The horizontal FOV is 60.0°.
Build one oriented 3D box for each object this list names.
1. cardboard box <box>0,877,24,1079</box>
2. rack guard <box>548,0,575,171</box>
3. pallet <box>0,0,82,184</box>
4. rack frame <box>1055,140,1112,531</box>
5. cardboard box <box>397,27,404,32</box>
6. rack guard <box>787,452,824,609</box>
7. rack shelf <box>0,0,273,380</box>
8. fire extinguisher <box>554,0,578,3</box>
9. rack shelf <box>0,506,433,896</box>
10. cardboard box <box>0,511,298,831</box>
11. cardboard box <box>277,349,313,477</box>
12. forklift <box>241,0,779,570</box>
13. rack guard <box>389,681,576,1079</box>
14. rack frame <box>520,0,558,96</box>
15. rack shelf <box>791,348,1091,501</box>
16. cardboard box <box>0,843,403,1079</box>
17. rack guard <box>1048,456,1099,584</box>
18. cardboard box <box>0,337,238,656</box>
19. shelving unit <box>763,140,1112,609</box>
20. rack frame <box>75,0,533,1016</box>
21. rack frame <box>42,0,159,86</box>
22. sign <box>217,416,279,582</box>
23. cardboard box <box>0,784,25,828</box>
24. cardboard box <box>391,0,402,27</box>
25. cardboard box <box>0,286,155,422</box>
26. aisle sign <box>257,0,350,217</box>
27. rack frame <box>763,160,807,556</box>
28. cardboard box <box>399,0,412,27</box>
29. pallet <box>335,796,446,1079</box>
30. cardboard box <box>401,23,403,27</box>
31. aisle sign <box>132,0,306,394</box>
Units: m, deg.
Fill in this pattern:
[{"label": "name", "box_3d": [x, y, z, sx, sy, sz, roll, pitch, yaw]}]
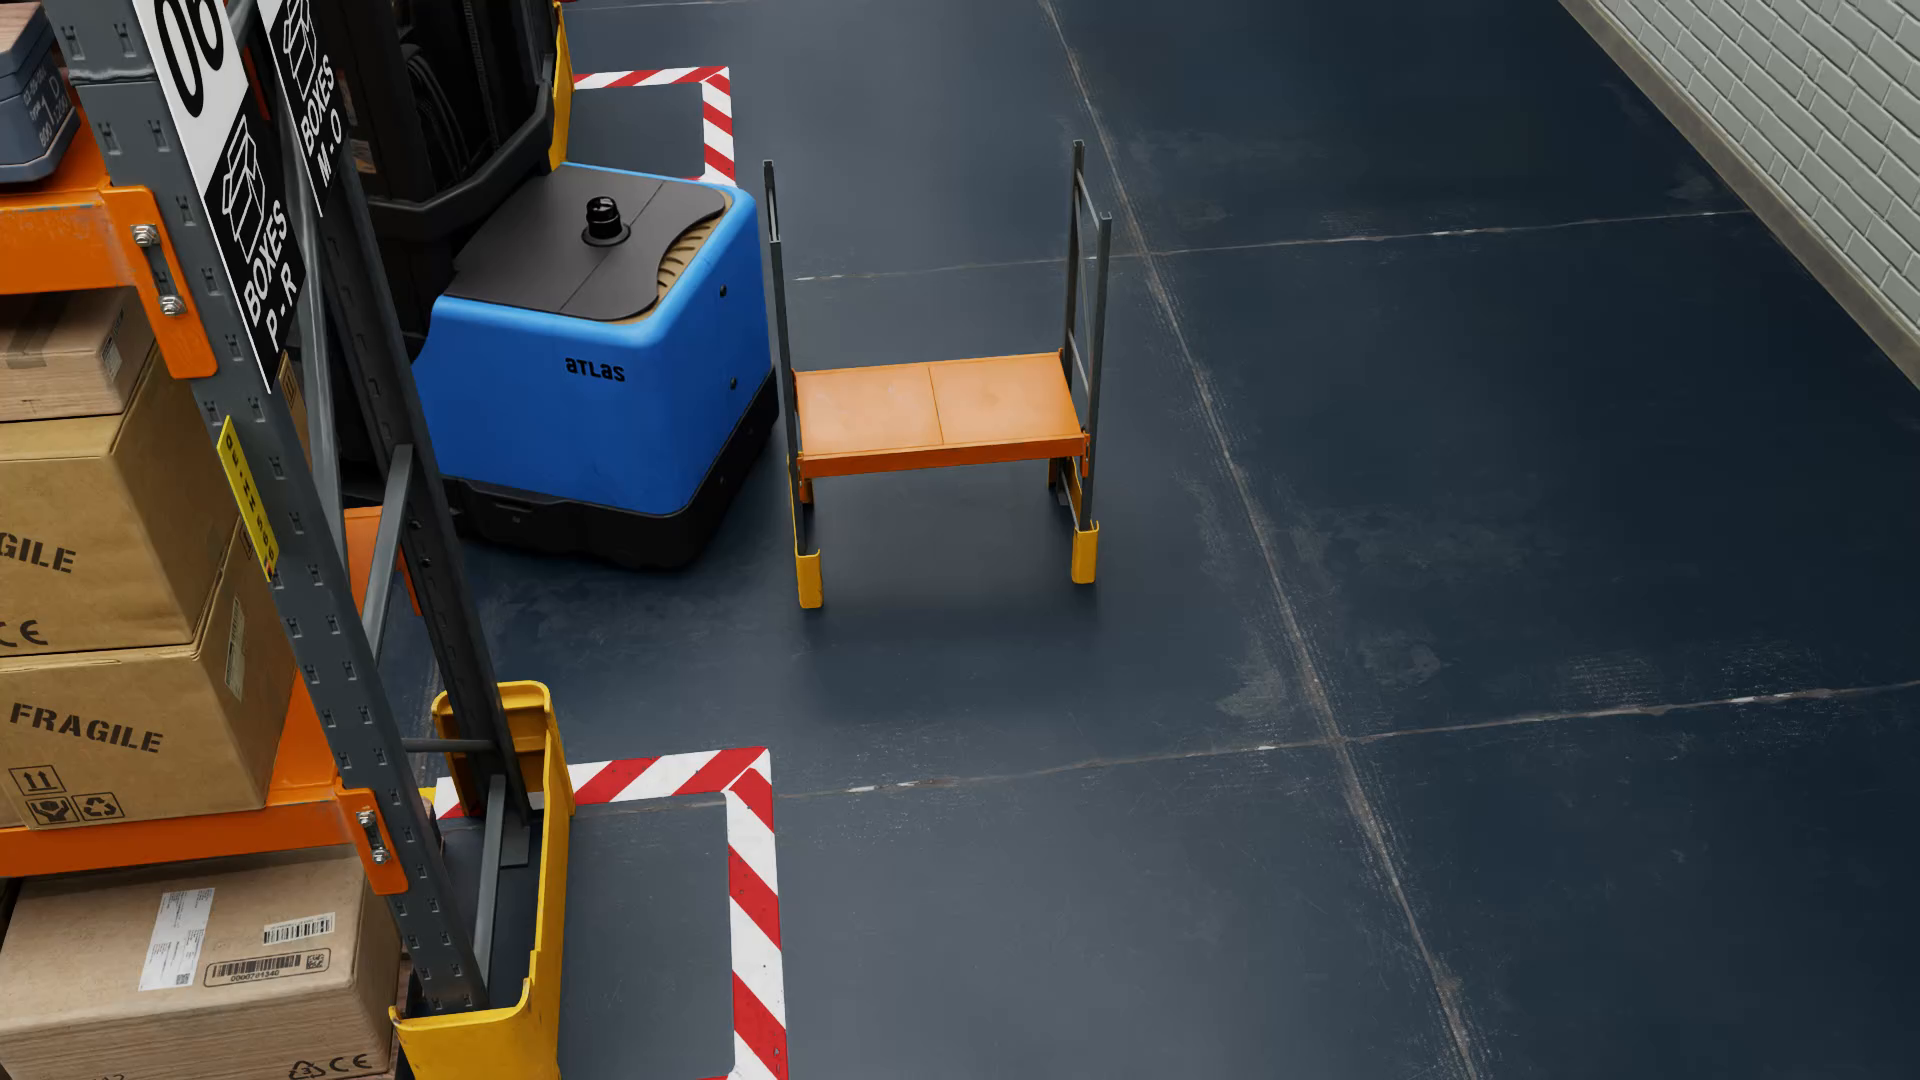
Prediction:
[{"label": "cardboard box", "box_3d": [-2.907, 1.087, 4.404, 0.875, 0.438, 0.875, -4, 42, -4]}, {"label": "rack guard", "box_3d": [-2.177, -2.261, 8.383, 0.348, 0.500, 1.175, -5, 42, -6]}, {"label": "pallet", "box_3d": [-2.094, -0.926, 2.864, 1.213, 0.211, 1.003, -5, 42, -6]}, {"label": "rack frame", "box_3d": [0.419, -0.594, 5.788, 0.032, 1.500, 0.500, -5, 42, -6]}, {"label": "cardboard box", "box_3d": [-2.594, -2.300, 7.931, 0.250, 0.149, 0.380, -5, 42, -5]}, {"label": "rack guard", "box_3d": [-0.569, -0.043, 6.111, 0.087, 0.250, 0.587, -5, 42, -6]}, {"label": "rack shelf", "box_3d": [-3.343, -0.590, 2.962, 4.000, 0.370, 1.077, -5, 42, -6]}, {"label": "fire extinguisher", "box_3d": [-1.792, -2.744, 7.388, 0.183, 0.674, 0.296, -5, 42, -6]}, {"label": "rack shelf", "box_3d": [-3.343, 0.524, 3.967, 4.000, 0.370, 1.077, -5, 42, -6]}, {"label": "cardboard box", "box_3d": [-1.803, 0.264, 3.643, 0.500, 0.500, 0.500, -5, 42, -5]}, {"label": "cardboard box", "box_3d": [-1.873, -0.103, 4.050, 0.500, 0.500, 0.500, -5, 42, -6]}, {"label": "forklift", "box_3d": [-2.304, -1.532, 5.760, 3.031, 2.935, 1.130, 11, 43, 12]}, {"label": "rack guard", "box_3d": [-1.336, 1.009, 4.758, 0.348, 0.500, 1.175, -5, 42, -6]}, {"label": "rack frame", "box_3d": [-2.101, -3.196, 7.553, 0.127, 3.000, 1.000, -5, 42, -6]}, {"label": "rack shelf", "box_3d": [-0.085, -0.416, 5.860, 1.000, 0.185, 0.538, -5, 42, -6]}, {"label": "cardboard box", "box_3d": [-2.001, 1.002, 4.499, 0.875, 0.438, 0.875, -6, 42, -7]}, {"label": "rack guard", "box_3d": [0.418, -0.129, 6.207, 0.087, 0.250, 0.587, -5, 42, -6]}, {"label": "cardboard box", "box_3d": [-1.807, -0.125, 3.328, 0.500, 0.500, 0.500, -4, 42, -4]}, {"label": "shelving unit", "box_3d": [-0.076, -0.550, 5.740, 1.083, 1.500, 0.587, -5, 42, -6]}, {"label": "rack frame", "box_3d": [-1.359, 0.083, 3.918, 0.127, 3.000, 1.000, -5, 42, -6]}, {"label": "rack frame", "box_3d": [-1.359, -2.145, 1.909, 0.127, 3.000, 1.000, -5, 42, -6]}, {"label": "sign", "box_3d": [-1.303, -0.073, 3.050, 0.005, 0.325, 0.100, -5, 42, -6]}, {"label": "cardboard box", "box_3d": [-2.303, 0.297, 3.606, 0.500, 0.500, 0.500, -6, 42, -6]}, {"label": "cardboard box", "box_3d": [-2.923, -2.590, 8.253, 0.250, 0.149, 0.380, -4, 42, -5]}, {"label": "cardboard box", "box_3d": [-1.689, -0.402, 3.151, 0.250, 0.149, 0.380, -4, 42, -5]}, {"label": "aisle sign", "box_3d": [-1.326, -1.081, 3.268, 0.004, 0.787, 0.394, -5, 42, -6]}, {"label": "rack frame", "box_3d": [-0.589, -0.505, 5.691, 0.032, 1.500, 0.500, -5, 42, -6]}, {"label": "cardboard box", "box_3d": [-2.665, -2.694, 8.368, 0.250, 0.149, 0.380, -7, 42, -7]}, {"label": "pallet", "box_3d": [-2.142, 1.240, 4.718, 1.213, 0.211, 1.003, -5, 42, -6]}, {"label": "cardboard box", "box_3d": [-2.933, -2.542, 8.422, 0.250, 0.149, 0.380, -5, 42, -6]}, {"label": "aisle sign", "box_3d": [-1.248, -0.683, 2.826, 0.004, 0.787, 0.394, -5, 42, -6]}]
